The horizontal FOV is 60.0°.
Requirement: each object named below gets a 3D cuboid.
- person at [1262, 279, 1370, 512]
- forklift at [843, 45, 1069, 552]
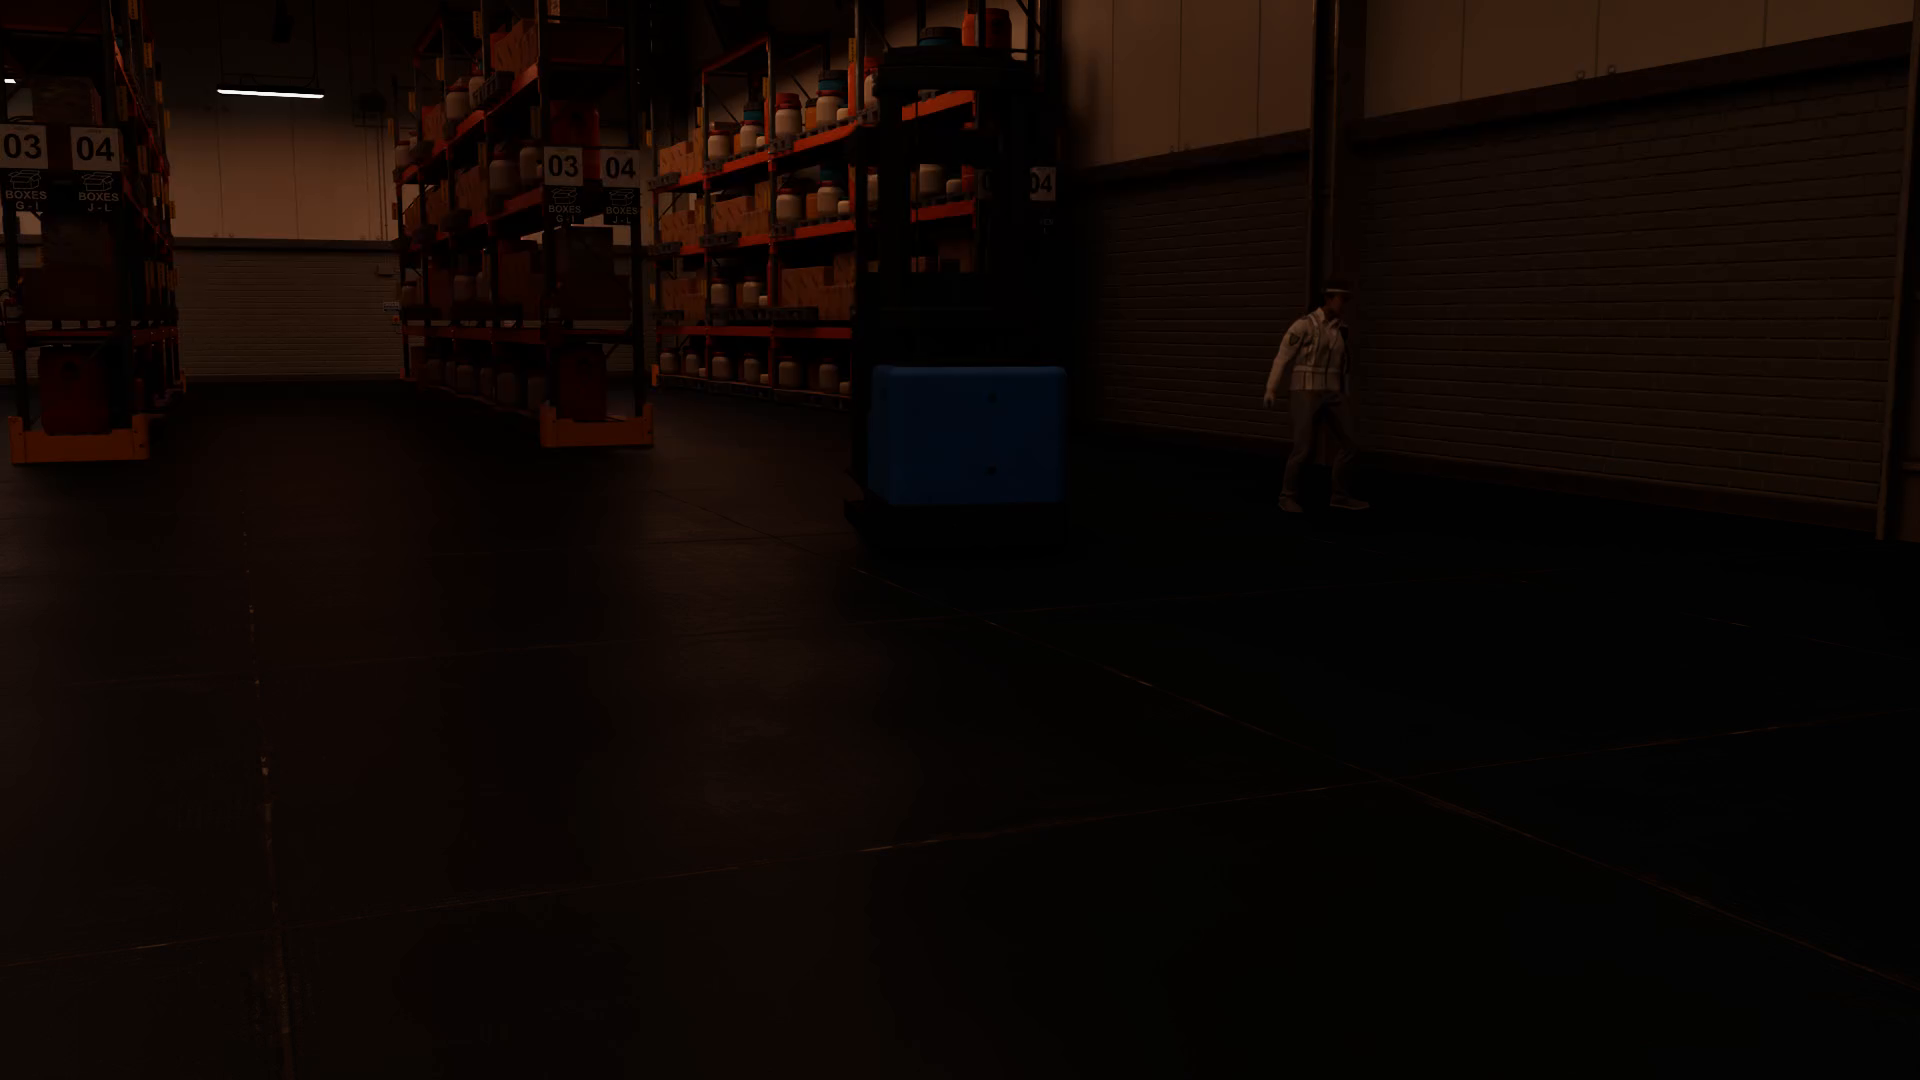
[{"bbox_3d":[2.496,-0.996,11.634,0.796,1.640,0.417,-3,8,-20],"label":"person"},{"bbox_3d":[-0.152,-1.539,10.614,1.130,2.935,3.031,-1,8,-10],"label":"forklift"}]
